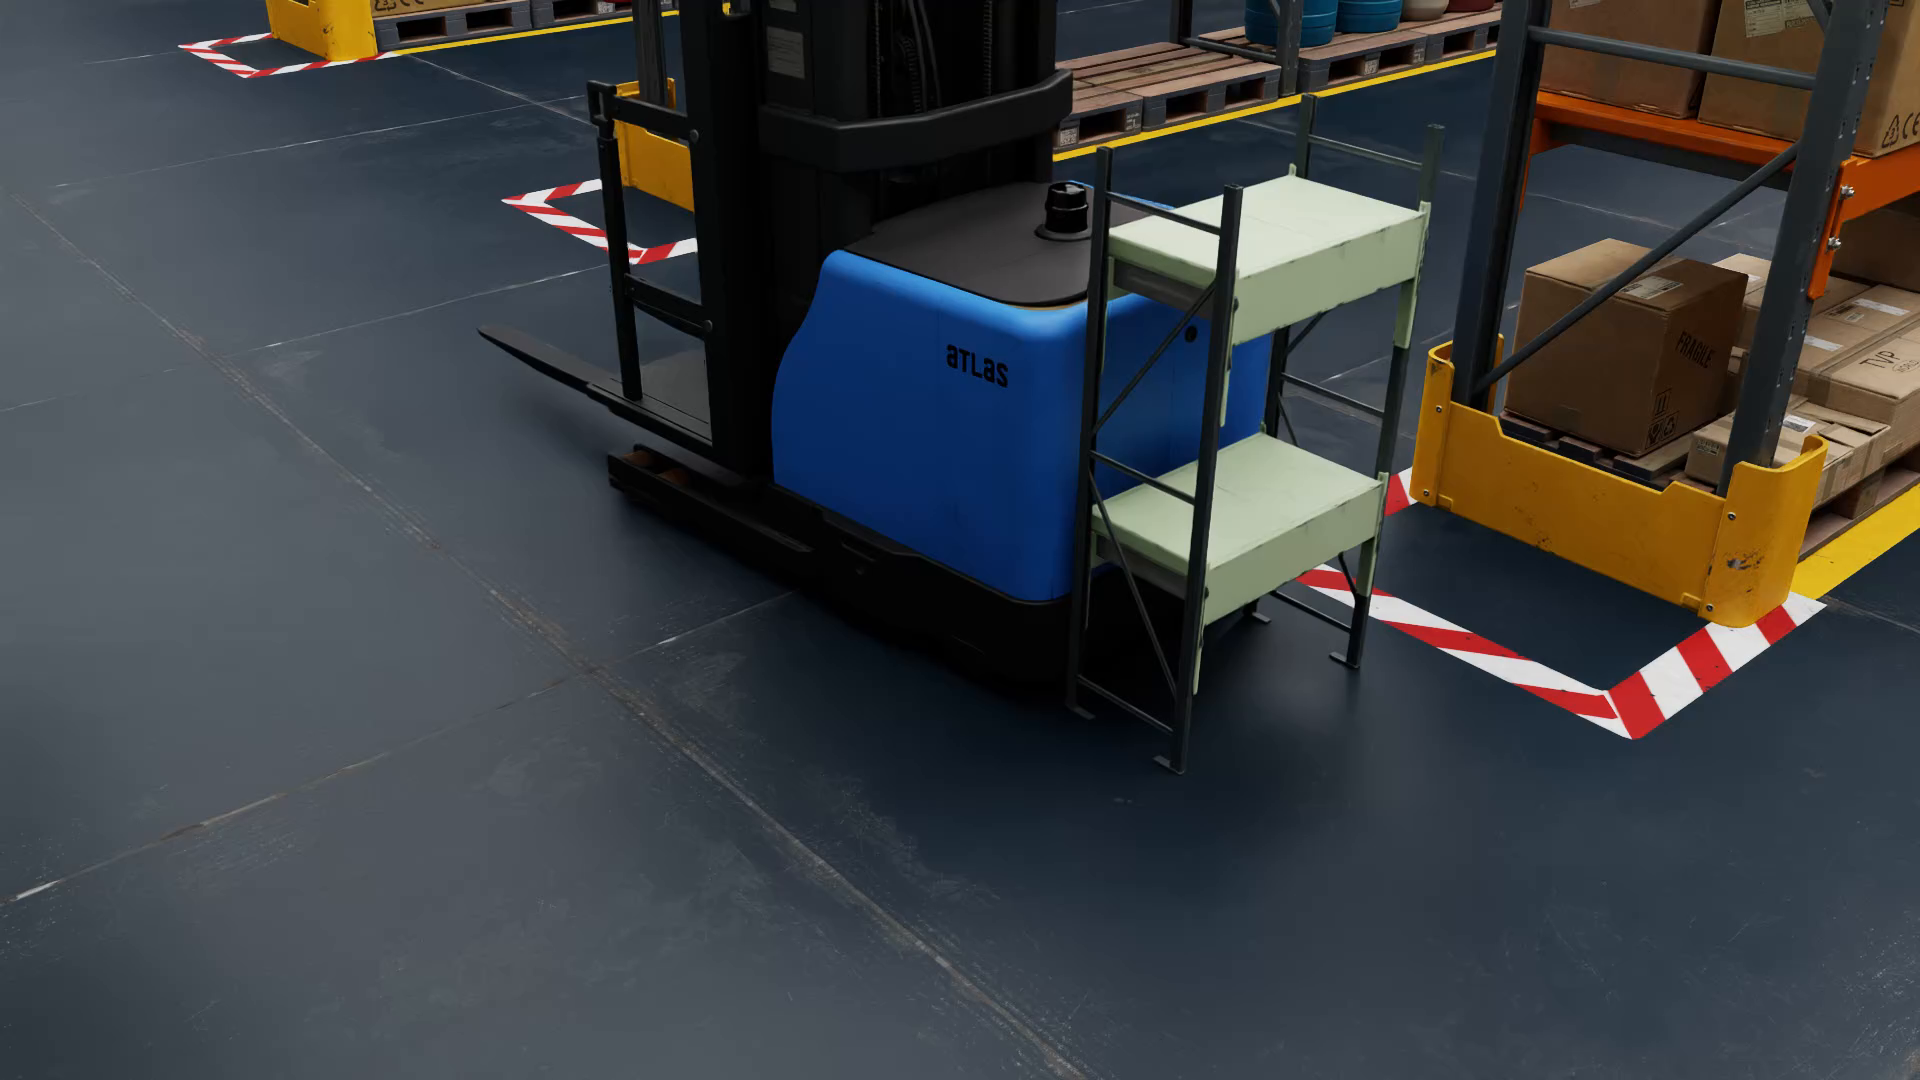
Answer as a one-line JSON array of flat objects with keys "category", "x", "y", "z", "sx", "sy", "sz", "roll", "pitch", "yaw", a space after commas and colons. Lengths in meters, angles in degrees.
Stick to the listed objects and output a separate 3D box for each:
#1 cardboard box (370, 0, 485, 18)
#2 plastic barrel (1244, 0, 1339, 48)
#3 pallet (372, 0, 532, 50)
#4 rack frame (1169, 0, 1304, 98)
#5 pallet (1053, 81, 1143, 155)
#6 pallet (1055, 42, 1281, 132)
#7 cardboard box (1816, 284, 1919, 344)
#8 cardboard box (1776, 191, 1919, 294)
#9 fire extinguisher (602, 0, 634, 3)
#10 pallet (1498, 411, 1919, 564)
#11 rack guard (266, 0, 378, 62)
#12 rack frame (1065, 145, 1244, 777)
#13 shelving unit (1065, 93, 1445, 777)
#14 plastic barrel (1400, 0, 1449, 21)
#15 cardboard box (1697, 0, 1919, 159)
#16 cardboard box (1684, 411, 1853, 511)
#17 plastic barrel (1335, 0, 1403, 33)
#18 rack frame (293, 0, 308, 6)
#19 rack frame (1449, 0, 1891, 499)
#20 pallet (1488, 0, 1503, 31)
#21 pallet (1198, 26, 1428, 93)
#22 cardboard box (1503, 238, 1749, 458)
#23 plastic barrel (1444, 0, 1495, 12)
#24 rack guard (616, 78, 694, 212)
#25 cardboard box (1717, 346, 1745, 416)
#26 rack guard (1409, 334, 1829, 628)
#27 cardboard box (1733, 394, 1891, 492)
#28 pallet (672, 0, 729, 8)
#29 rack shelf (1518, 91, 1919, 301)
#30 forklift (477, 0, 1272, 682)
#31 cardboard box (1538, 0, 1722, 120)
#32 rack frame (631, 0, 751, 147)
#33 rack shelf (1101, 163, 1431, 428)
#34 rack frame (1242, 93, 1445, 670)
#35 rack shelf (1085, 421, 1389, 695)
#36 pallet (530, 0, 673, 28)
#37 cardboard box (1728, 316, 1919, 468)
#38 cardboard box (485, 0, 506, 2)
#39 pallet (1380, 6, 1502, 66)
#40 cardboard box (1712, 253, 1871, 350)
[{"category": "cardboard box", "x": -4.072, "y": -4.322, "z": 11.963, "sx": 0.875, "sy": 0.875, "sz": 0.875, "roll": -22, "pitch": 35, "yaw": -35}, {"category": "plastic barrel", "x": 2.175, "y": -3.717, "z": 10.803, "sx": 0.708, "sy": 0.901, "sz": 0.600, "roll": -22, "pitch": 35, "yaw": -35}, {"category": "pallet", "x": -3.950, "y": -3.892, "z": 12.308, "sx": 1.213, "sy": 0.211, "sz": 1.003, "roll": -22, "pitch": 35, "yaw": -35}, {"category": "rack frame", "x": 1.750, "y": -4.297, "z": 10.107, "sx": 0.127, "sy": 3.000, "sz": 1.000, "roll": -22, "pitch": 35, "yaw": -35}, {"category": "pallet", "x": 0.288, "y": -2.453, "z": 9.616, "sx": 1.213, "sy": 0.211, "sz": 1.003, "roll": -22, "pitch": 35, "yaw": -35}, {"category": "pallet", "x": 1.216, "y": -2.828, "z": 10.318, "sx": 1.213, "sy": 0.211, "sz": 1.003, "roll": -22, "pitch": 35, "yaw": -35}, {"category": "cardboard box", "x": 3.278, "y": -0.648, "z": 5.730, "sx": 0.500, "sy": 0.250, "sz": 0.500, "roll": -22, "pitch": 35, "yaw": -35}, {"category": "cardboard box", "x": 3.537, "y": -1.036, "z": 6.188, "sx": 0.637, "sy": 0.503, "sz": 0.797, "roll": -22, "pitch": 35, "yaw": -35}, {"category": "fire extinguisher", "x": -1.702, "y": -2.991, "z": 8.142, "sx": 0.183, "sy": 0.674, "sz": 0.296, "roll": -22, "pitch": 35, "yaw": -35}, {"category": "pallet", "x": 2.583, "y": -0.333, "z": 5.650, "sx": 1.213, "sy": 0.211, "sz": 1.003, "roll": -22, "pitch": 35, "yaw": -35}, {"category": "rack guard", "x": -4.525, "y": -3.739, "z": 11.716, "sx": 0.348, "sy": 0.500, "sz": 1.175, "roll": -22, "pitch": 35, "yaw": -35}, {"category": "rack frame", "x": 0.432, "y": -0.142, "z": 3.914, "sx": 0.023, "sy": 1.500, "sz": 0.400, "roll": -23, "pitch": 37, "yaw": -36}, {"category": "shelving unit", "x": 0.703, "y": -0.258, "z": 4.131, "sx": 0.755, "sy": 1.500, "sz": 0.431, "roll": -23, "pitch": 37, "yaw": -36}, {"category": "plastic barrel", "x": 3.202, "y": -3.902, "z": 11.563, "sx": 0.421, "sy": 0.512, "sz": 0.421, "roll": 0, "pitch": 28, "yaw": 0}, {"category": "cardboard box", "x": 2.428, "y": -1.381, "z": 4.546, "sx": 0.500, "sy": 0.500, "sz": 0.500, "roll": -21, "pitch": 35, "yaw": -34}, {"category": "cardboard box", "x": 2.461, "y": -0.237, "z": 5.070, "sx": 0.250, "sy": 0.149, "sz": 0.380, "roll": -22, "pitch": 35, "yaw": -35}, {"category": "plastic barrel", "x": 2.714, "y": -3.933, "z": 11.208, "sx": 0.708, "sy": 0.901, "sz": 0.600, "roll": -22, "pitch": 35, "yaw": -35}, {"category": "rack frame", "x": -4.507, "y": -4.849, "z": 11.141, "sx": 0.127, "sy": 3.000, "sz": 1.000, "roll": -22, "pitch": 35, "yaw": -35}, {"category": "rack frame", "x": 1.920, "y": -1.296, "z": 4.492, "sx": 0.127, "sy": 3.000, "sz": 1.000, "roll": -22, "pitch": 35, "yaw": -35}, {"category": "pallet", "x": 4.221, "y": -4.034, "z": 12.575, "sx": 1.213, "sy": 0.211, "sz": 1.003, "roll": -22, "pitch": 35, "yaw": -35}, {"category": "pallet", "x": 2.365, "y": -3.288, "z": 11.178, "sx": 1.213, "sy": 0.211, "sz": 1.003, "roll": -22, "pitch": 35, "yaw": -35}, {"category": "cardboard box", "x": 2.173, "y": -0.642, "z": 5.454, "sx": 0.500, "sy": 0.500, "sz": 0.500, "roll": -22, "pitch": 35, "yaw": -35}, {"category": "plastic barrel", "x": 3.573, "y": -4.141, "z": 11.929, "sx": 0.708, "sy": 0.588, "sz": 0.600, "roll": -22, "pitch": 35, "yaw": -35}, {"category": "rack guard", "x": -1.302, "y": -1.959, "z": 8.384, "sx": 0.348, "sy": 0.500, "sz": 1.175, "roll": -22, "pitch": 35, "yaw": -35}, {"category": "cardboard box", "x": 2.540, "y": -0.586, "z": 5.704, "sx": 0.250, "sy": 0.166, "sz": 0.380, "roll": -22, "pitch": 35, "yaw": -35}, {"category": "rack guard", "x": 1.977, "y": -0.217, "z": 5.125, "sx": 0.348, "sy": 0.500, "sz": 1.175, "roll": -22, "pitch": 35, "yaw": -35}, {"category": "cardboard box", "x": 2.651, "y": -0.322, "z": 5.208, "sx": 0.250, "sy": 0.166, "sz": 0.380, "roll": -22, "pitch": 35, "yaw": -35}, {"category": "pallet", "x": -2.093, "y": -4.638, "z": 13.705, "sx": 1.213, "sy": 0.211, "sz": 1.003, "roll": -22, "pitch": 35, "yaw": -35}, {"category": "rack shelf", "x": 3.441, "y": -1.590, "z": 5.807, "sx": 4.000, "sy": 0.370, "sz": 1.077, "roll": -22, "pitch": 35, "yaw": -35}, {"category": "forklift", "x": -0.513, "y": -1.509, "z": 4.963, "sx": 3.031, "sy": 2.935, "sz": 1.130, "roll": 25, "pitch": 37, "yaw": 38}, {"category": "cardboard box", "x": 2.084, "y": -1.574, "z": 4.908, "sx": 0.500, "sy": 0.500, "sz": 0.500, "roll": -21, "pitch": 34, "yaw": -33}, {"category": "rack frame", "x": -1.293, "y": -3.073, "z": 7.818, "sx": 0.127, "sy": 3.000, "sz": 1.000, "roll": -22, "pitch": 35, "yaw": -35}, {"category": "rack shelf", "x": 0.709, "y": -0.599, "z": 3.941, "sx": 0.720, "sy": 0.370, "sz": 0.431, "roll": -23, "pitch": 37, "yaw": -36}, {"category": "rack frame", "x": 0.974, "y": -0.374, "z": 4.348, "sx": 0.023, "sy": 1.500, "sz": 0.400, "roll": -23, "pitch": 37, "yaw": -36}, {"category": "rack shelf", "x": 0.698, "y": 0.026, "z": 4.290, "sx": 0.720, "sy": 0.370, "sz": 0.431, "roll": -23, "pitch": 37, "yaw": -36}, {"category": "pallet", "x": -3.022, "y": -4.263, "z": 13.003, "sx": 1.213, "sy": 0.211, "sz": 1.003, "roll": -22, "pitch": 35, "yaw": -35}, {"category": "cardboard box", "x": 2.898, "y": -0.495, "z": 5.444, "sx": 0.500, "sy": 0.250, "sz": 0.500, "roll": -22, "pitch": 35, "yaw": -35}, {"category": "cardboard box", "x": -3.380, "y": -4.600, "z": 12.484, "sx": 0.875, "sy": 0.875, "sz": 0.875, "roll": -22, "pitch": 35, "yaw": -35}, {"category": "pallet", "x": 3.293, "y": -3.663, "z": 11.881, "sx": 1.213, "sy": 0.211, "sz": 1.003, "roll": -22, "pitch": 35, "yaw": -35}, {"category": "cardboard box", "x": 2.916, "y": -0.812, "z": 6.037, "sx": 0.500, "sy": 0.250, "sz": 0.500, "roll": -22, "pitch": 35, "yaw": -35}]
